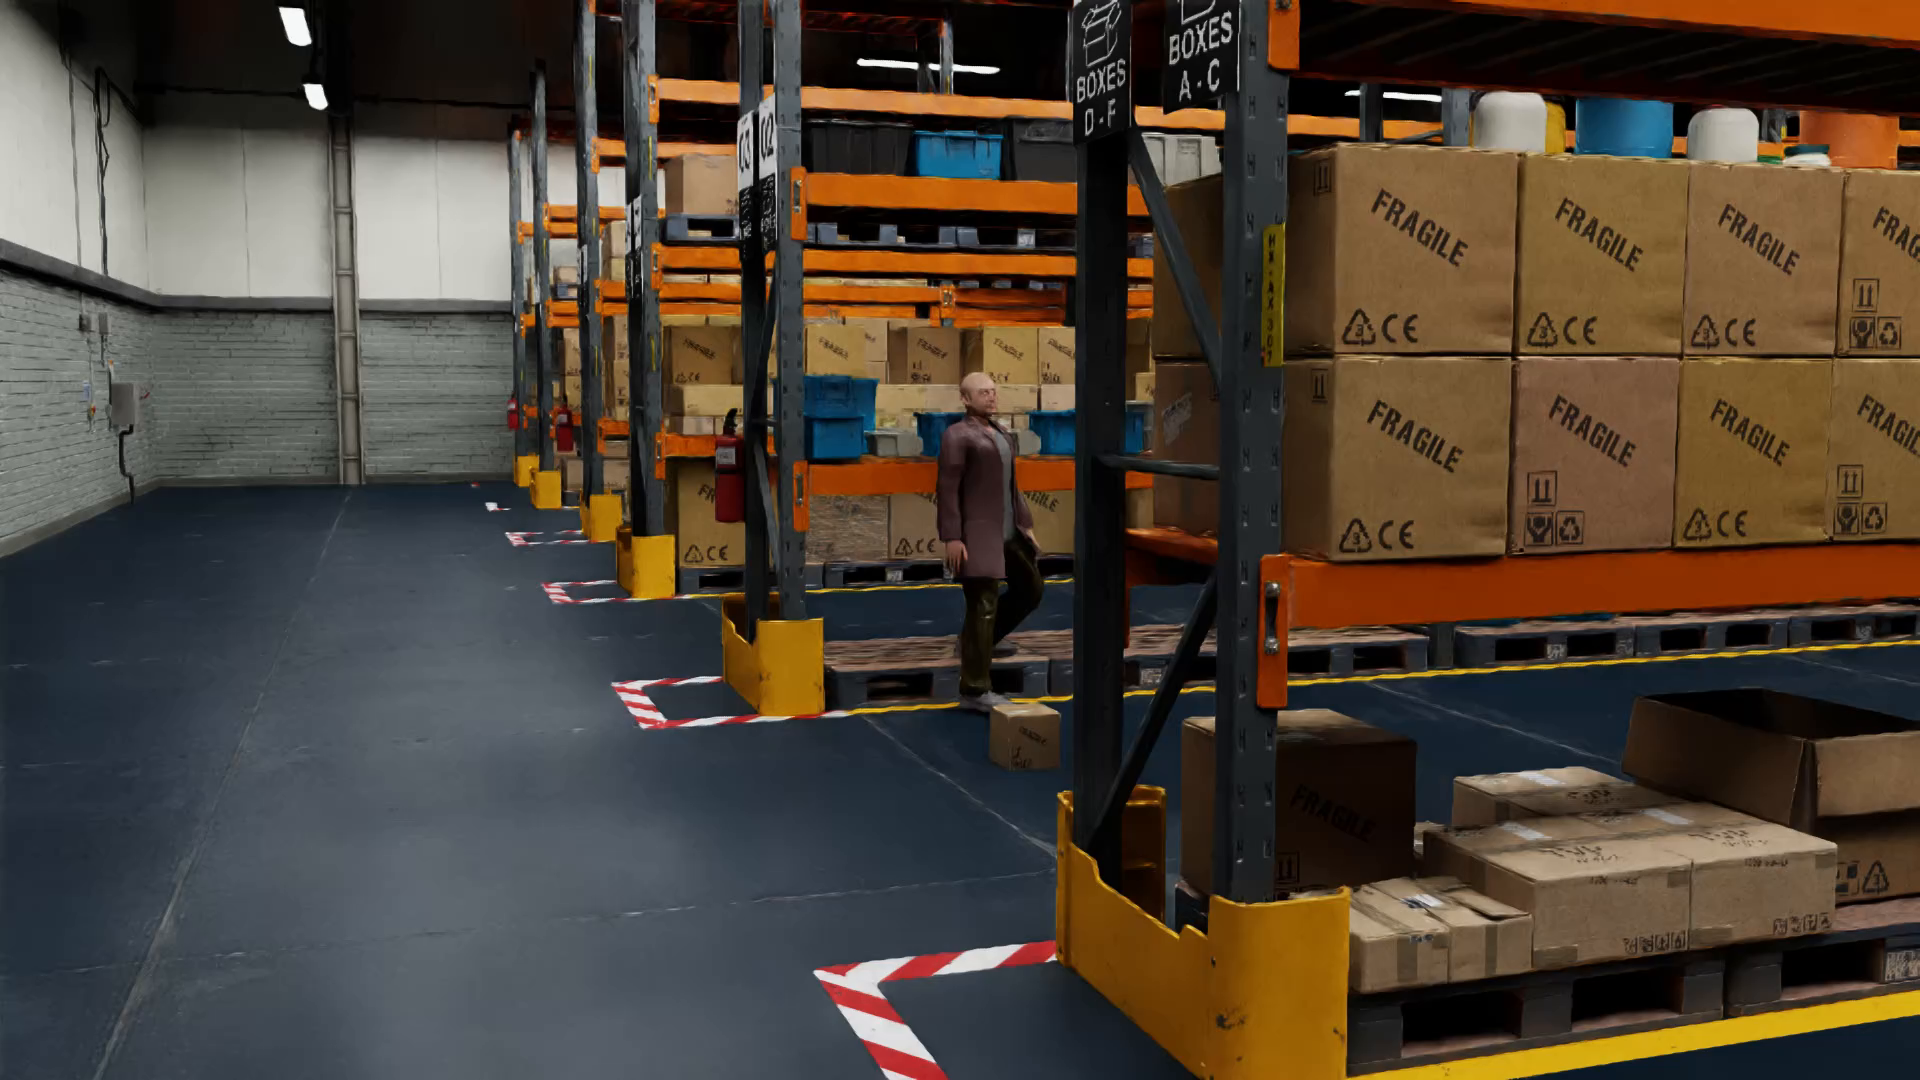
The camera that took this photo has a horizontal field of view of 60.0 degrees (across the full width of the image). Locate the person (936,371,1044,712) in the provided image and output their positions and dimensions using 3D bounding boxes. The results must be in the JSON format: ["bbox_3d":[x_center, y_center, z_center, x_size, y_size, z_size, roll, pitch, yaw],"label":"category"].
[{"bbox_3d":[0.174,-0.012,8.882,0.612,1.769,0.728,3,6,31],"label":"person"}]
